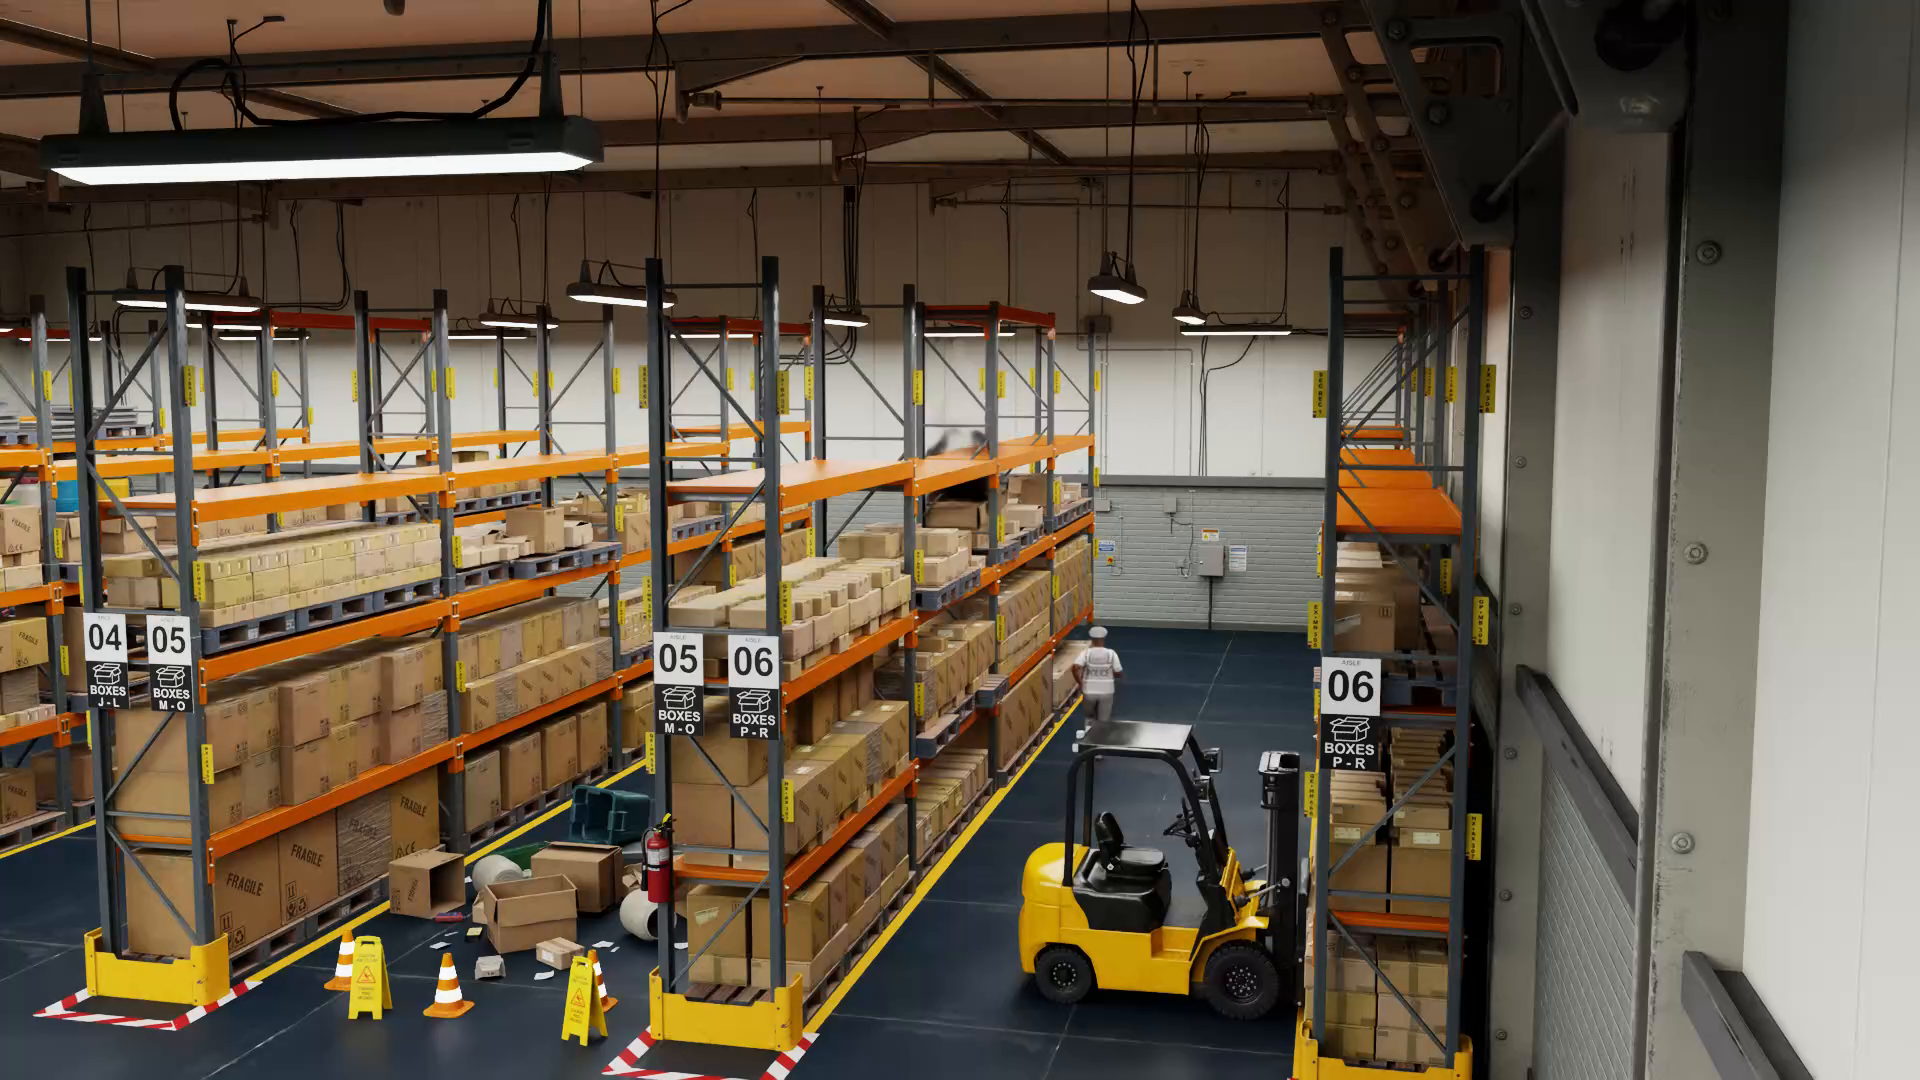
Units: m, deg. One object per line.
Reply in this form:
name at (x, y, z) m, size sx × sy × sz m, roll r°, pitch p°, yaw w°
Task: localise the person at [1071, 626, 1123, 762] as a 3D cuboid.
person at (1.803, 2.044, 21.762) m, size 0.642 × 1.840 × 0.763 m, roll 1°, pitch 6°, yaw 11°
